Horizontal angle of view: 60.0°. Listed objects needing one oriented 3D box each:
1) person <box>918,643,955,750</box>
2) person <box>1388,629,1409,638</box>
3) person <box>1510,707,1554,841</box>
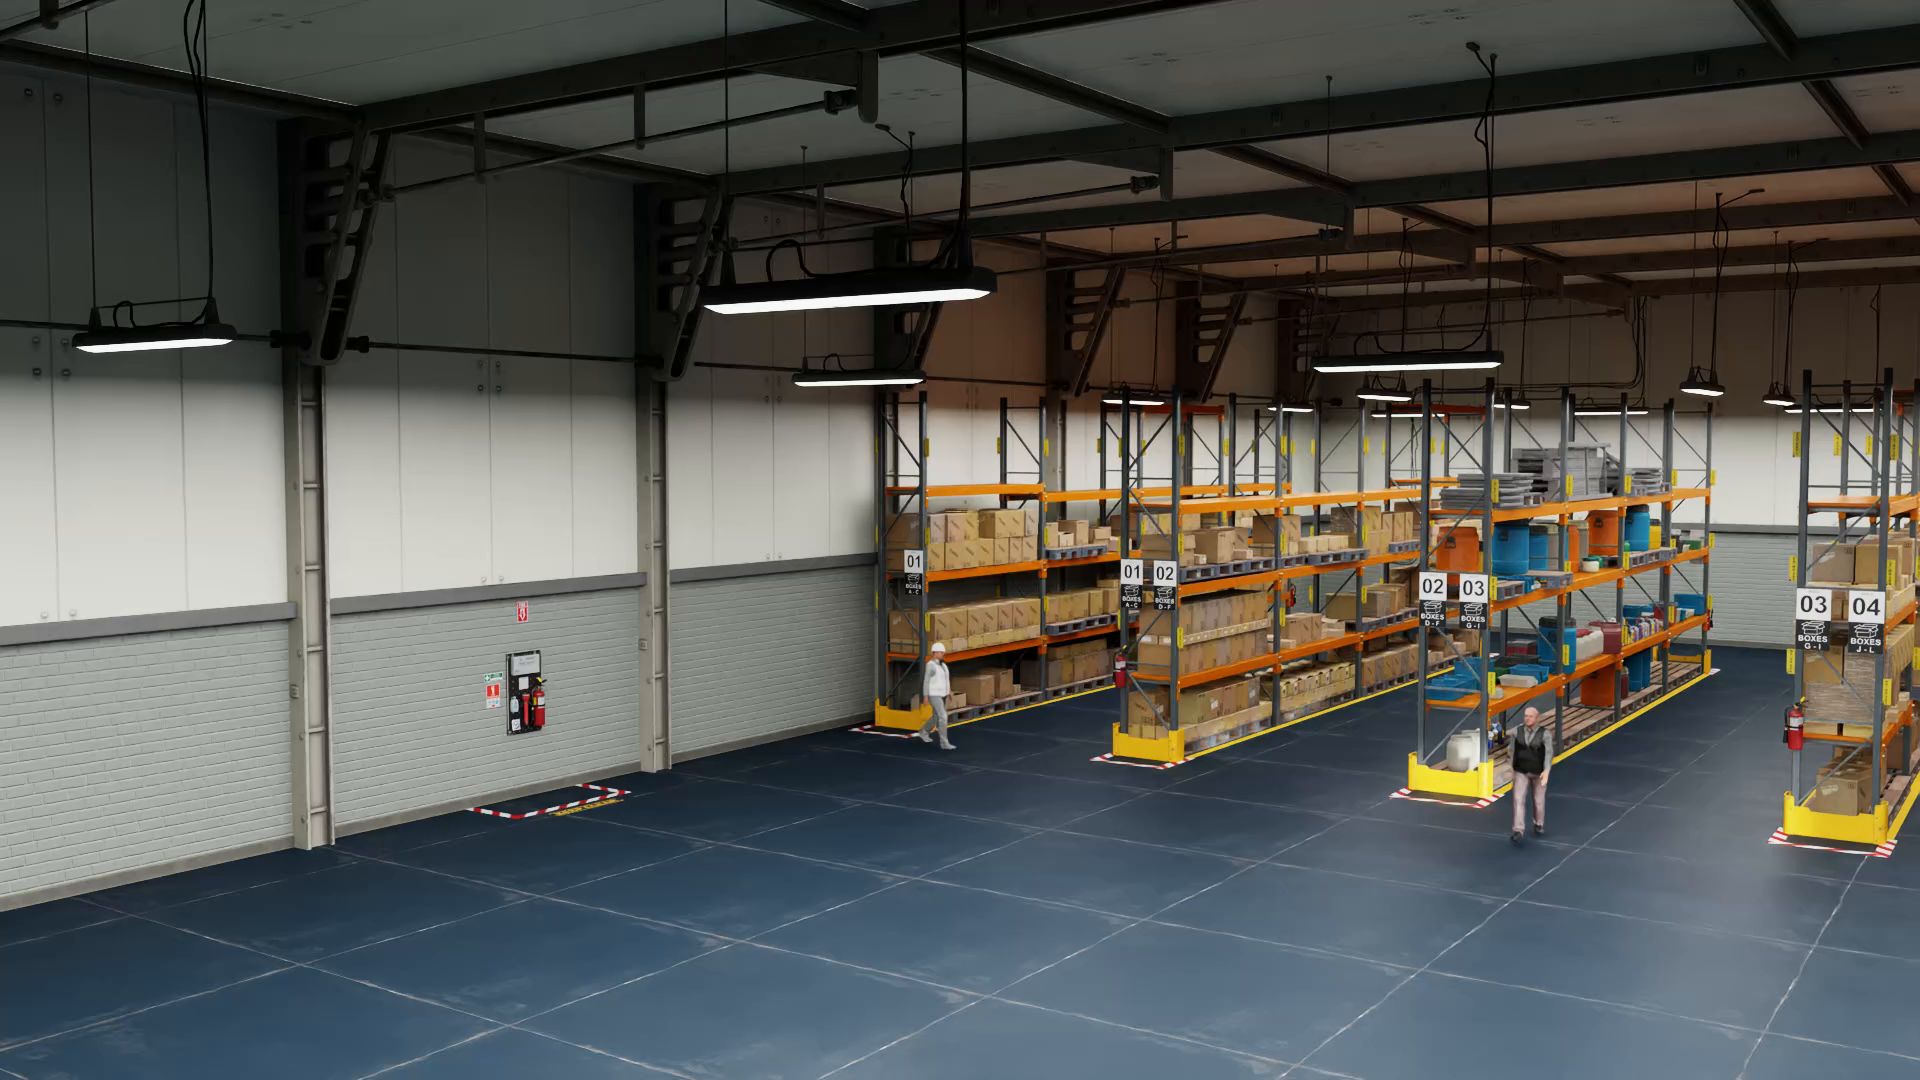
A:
[{"bbox_3d":[-0.379,2.590,27.848,0.887,1.742,0.541,2,4,26],"label":"person"},{"bbox_3d":[11.073,1.781,42.023,0.640,1.718,1.103,2,4,35],"label":"person"},{"bbox_3d":[7.261,2.968,21.176,0.559,1.667,1.032,2,4,26],"label":"person"}]
